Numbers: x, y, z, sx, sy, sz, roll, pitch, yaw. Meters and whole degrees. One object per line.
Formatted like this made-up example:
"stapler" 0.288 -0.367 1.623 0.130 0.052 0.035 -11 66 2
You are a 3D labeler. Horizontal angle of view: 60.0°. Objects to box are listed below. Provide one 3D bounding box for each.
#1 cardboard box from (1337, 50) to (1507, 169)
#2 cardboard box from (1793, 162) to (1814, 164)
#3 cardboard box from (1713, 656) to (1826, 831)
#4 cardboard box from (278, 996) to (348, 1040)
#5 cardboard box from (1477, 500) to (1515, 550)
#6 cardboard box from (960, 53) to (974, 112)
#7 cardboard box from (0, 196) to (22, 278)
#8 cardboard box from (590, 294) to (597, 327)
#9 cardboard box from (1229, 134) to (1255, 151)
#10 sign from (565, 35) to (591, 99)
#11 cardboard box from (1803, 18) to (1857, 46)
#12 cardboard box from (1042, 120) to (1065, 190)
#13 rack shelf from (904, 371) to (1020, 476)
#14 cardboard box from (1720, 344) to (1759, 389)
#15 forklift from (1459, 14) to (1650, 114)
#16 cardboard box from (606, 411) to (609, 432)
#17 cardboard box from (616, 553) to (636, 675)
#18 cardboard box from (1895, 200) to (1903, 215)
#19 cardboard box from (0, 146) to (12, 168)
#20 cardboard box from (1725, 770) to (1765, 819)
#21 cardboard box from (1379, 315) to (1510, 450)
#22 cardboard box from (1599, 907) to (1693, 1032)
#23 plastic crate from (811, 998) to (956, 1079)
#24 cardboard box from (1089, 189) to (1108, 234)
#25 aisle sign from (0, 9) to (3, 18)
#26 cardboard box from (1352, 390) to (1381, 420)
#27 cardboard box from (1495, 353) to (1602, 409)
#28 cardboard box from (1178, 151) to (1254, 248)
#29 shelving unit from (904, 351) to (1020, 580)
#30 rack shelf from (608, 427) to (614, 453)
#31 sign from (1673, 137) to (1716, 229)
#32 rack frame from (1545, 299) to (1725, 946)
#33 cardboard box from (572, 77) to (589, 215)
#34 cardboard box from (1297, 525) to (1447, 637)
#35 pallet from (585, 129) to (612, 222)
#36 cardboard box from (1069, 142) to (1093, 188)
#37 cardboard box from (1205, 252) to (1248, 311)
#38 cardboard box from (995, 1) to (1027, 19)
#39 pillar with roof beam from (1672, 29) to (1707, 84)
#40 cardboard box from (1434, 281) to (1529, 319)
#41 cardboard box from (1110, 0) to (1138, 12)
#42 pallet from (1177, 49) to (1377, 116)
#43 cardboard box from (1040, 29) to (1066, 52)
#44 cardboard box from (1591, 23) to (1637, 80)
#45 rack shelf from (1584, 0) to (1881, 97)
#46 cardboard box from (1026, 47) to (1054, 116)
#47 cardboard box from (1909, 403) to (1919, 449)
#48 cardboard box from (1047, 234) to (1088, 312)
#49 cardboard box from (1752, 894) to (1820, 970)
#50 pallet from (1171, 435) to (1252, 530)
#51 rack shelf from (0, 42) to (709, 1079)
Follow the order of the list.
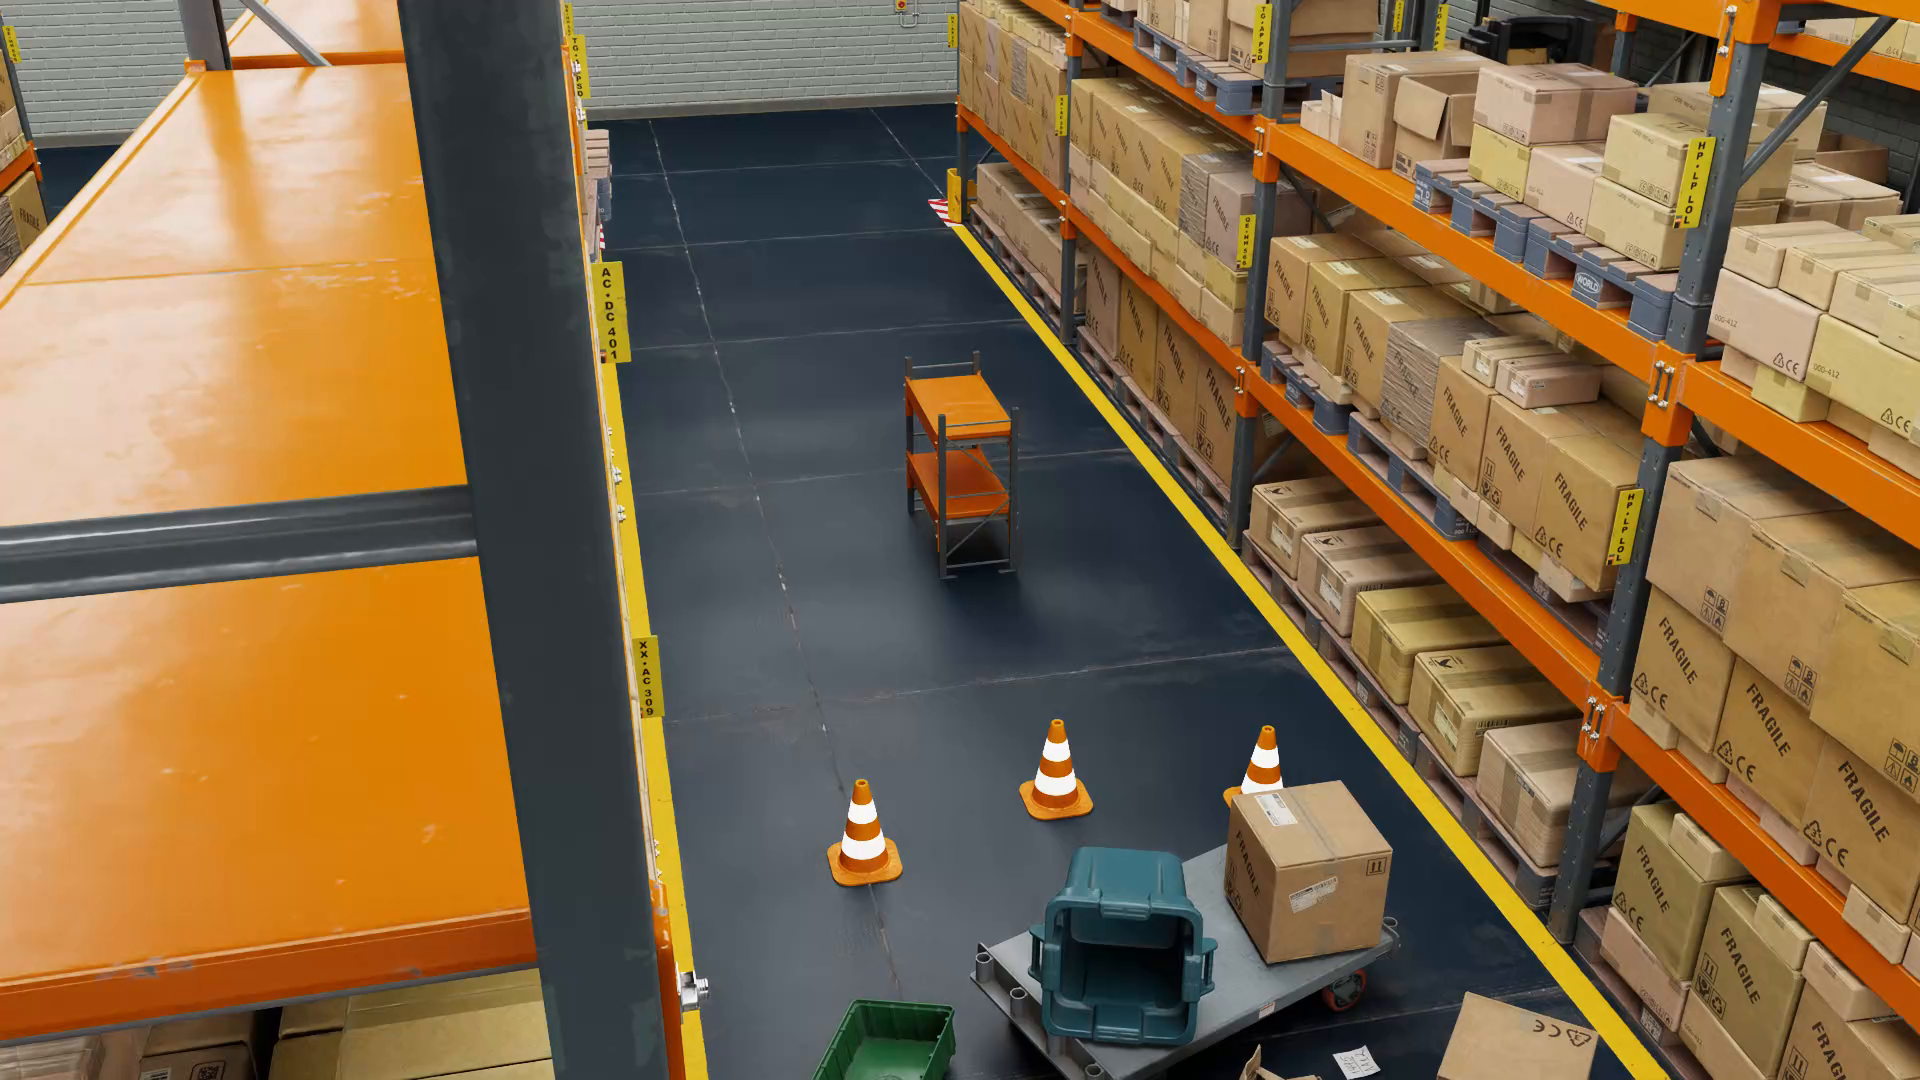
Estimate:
"cardboard box" 2.474 -2.313 8.909 0.700 0.500 0.500 -6 27 -12
"cardboard box" 3.315 -1.569 7.248 0.500 0.250 0.500 -6 27 -12
"cardboard box" 3.135 0.672 5.995 0.500 0.500 0.500 -6 27 -12
"cardboard box" -0.701 0.615 2.479 0.500 0.250 0.500 -6 27 -12
"cardboard box" 2.651 -0.090 7.759 0.380 0.149 0.250 -6 27 -12
"cardboard box" 0.296 -4.663 16.895 0.500 0.500 0.500 -6 27 -12
"cardboard box" -8.761 -2.418 14.451 0.875 0.875 0.875 -6 27 -12
"cardboard box" -1.123 -0.509 4.263 0.380 0.149 0.250 -6 27 -12
"cardboard box" 2.174 -2.524 11.547 0.500 0.500 0.500 -5 27 -10
"sign" -1.987 -2.457 8.645 0.100 0.325 0.005 -6 27 -12
"cardboard box" 6.526 -3.765 12.064 0.500 0.250 0.500 -6 27 -12
"cardboard box" 1.015 -3.324 14.243 0.500 0.500 0.500 -6 27 -11
"rack shelf" -0.002 -0.766 10.717 0.538 0.278 1.000 -6 27 -12
"cardboard box" 3.001 -0.653 6.012 0.380 0.149 0.250 -6 27 -12
"forklift" 4.323 -2.277 12.355 1.130 2.935 3.031 -6 27 -12
"cardboard box" -1.178 -0.264 4.663 0.380 0.149 0.250 -6 27 -11
"cardboard box" -0.778 0.161 2.936 0.380 0.149 0.250 -6 27 -12
"cardboard box" 6.552 -2.402 12.228 0.500 0.250 0.500 -7 28 -14
"cardboard box" -8.671 -3.392 14.766 0.380 0.149 0.250 -6 27 -11
"cardboard box" 3.127 0.912 6.239 0.380 0.149 0.250 -6 27 -12
"cardboard box" 2.502 -0.809 8.463 0.500 0.500 0.500 -7 28 -14
"cardboard box" 3.041 1.736 6.913 0.500 0.250 0.500 -7 28 -14
"plastic crate" -0.313 2.130 6.604 0.450 0.188 0.662 -2 25 20
"cardboard box" 1.329 -2.588 13.061 0.500 0.250 0.500 -7 28 -13
"aisle sign" -8.912 -5.074 14.936 0.394 0.787 0.004 -6 27 -12
"cardboard box" 2.382 -0.787 9.139 0.380 0.149 0.250 -4 27 -9
"cardboard box" 2.679 -0.725 7.578 0.380 0.149 0.250 -7 28 -13
"cardboard box" 1.775 -2.262 11.028 0.500 0.500 0.500 -5 27 -11
"shelving unit" -0.002 -0.505 10.849 0.538 1.125 1.048 -6 27 -12
"rack shelf" -2.981 -1.356 11.252 1.077 0.370 4.000 -6 27 -12
"sign" 2.631 -1.278 5.959 0.100 0.325 0.005 -6 27 -12
"rack frame" 3.171 0.410 6.955 1.000 3.000 0.127 -6 27 -12
"cardboard box" -1.865 -1.680 7.079 0.500 0.500 0.500 -6 27 -12
"cardboard box" 2.562 0.212 9.798 0.950 0.372 0.625 -6 27 -13
"pallet" -2.333 -1.776 8.168 1.213 0.211 1.003 -5 27 -9
"cardboard box" 1.193 -3.036 13.395 0.500 0.250 0.500 -7 28 -13
"cardboard box" 1.913 -1.689 10.726 0.500 0.250 0.500 -6 27 -12
"cardboard box" 0.540 -4.997 15.728 0.380 0.149 0.250 -6 27 -11
"pillar with roof beam" 2.731 -6.246 13.484 9.100 9.000 0.400 -6 27 -12
"cardboard box" 2.885 -1.092 9.024 0.500 0.500 0.500 -8 28 -15
"cardboard box" 1.313 -3.933 12.024 0.380 0.166 0.250 -8 28 -15
"pallet" 2.073 -2.878 10.350 1.213 0.211 1.003 -5 27 -9
"cardboard box" 0.914 -4.332 14.410 0.380 0.149 0.250 -6 27 -12
"cardboard box" 6.127 -4.689 16.062 0.500 0.500 0.500 -7 28 -13
"rack shelf" 2.721 -2.646 7.595 1.077 0.370 4.000 -6 27 -12
"cardboard box" 0.887 -3.996 14.463 0.500 0.500 0.500 -6 27 -12
"cardboard box" 3.229 -0.327 4.923 0.500 0.250 0.500 -6 27 -11
"cardboard box" 1.332 -2.432 14.964 0.875 0.438 0.875 -6 27 -12
"cardboard box" 3.129 1.399 6.030 0.380 0.149 0.250 -5 27 -10
"pallet" 2.166 -0.455 11.763 1.003 0.211 1.213 -6 27 -12
"rack shelf" -1.178 -0.343 3.032 1.077 0.370 4.000 -6 27 -12
